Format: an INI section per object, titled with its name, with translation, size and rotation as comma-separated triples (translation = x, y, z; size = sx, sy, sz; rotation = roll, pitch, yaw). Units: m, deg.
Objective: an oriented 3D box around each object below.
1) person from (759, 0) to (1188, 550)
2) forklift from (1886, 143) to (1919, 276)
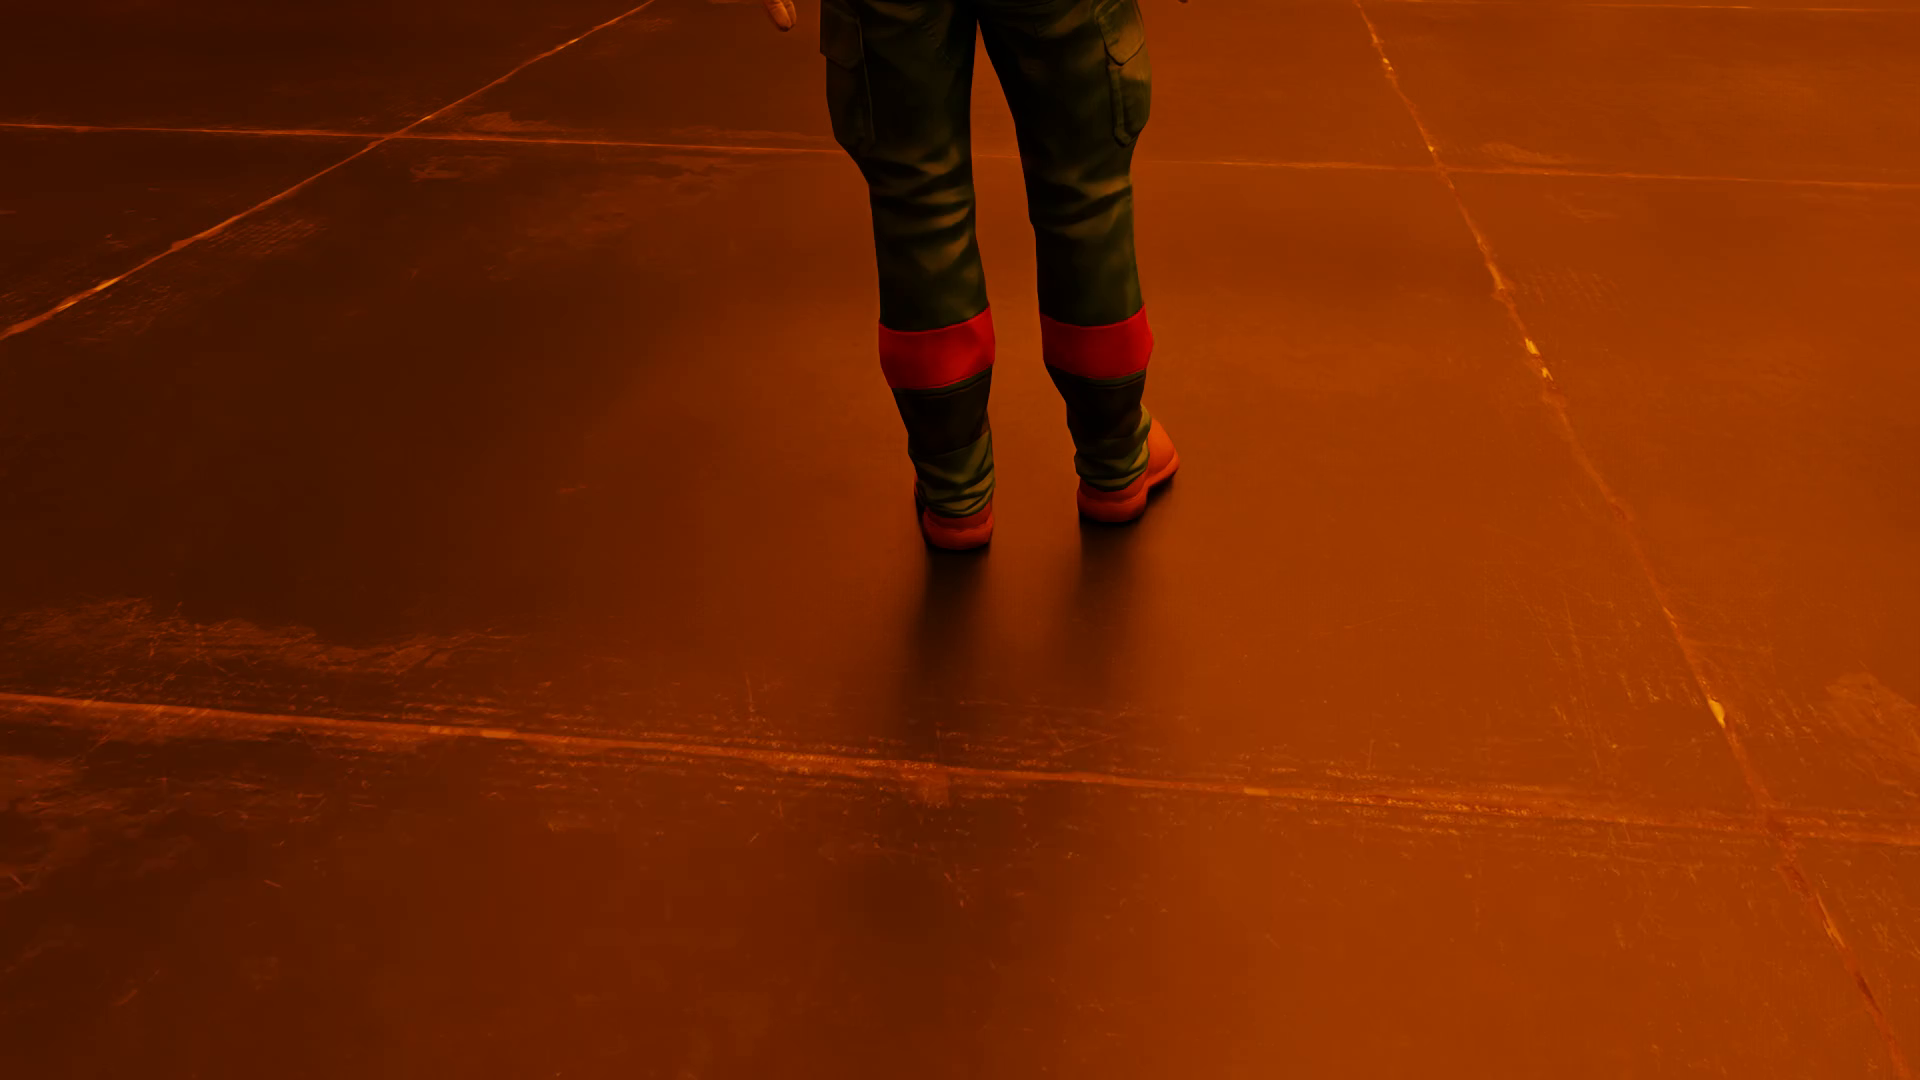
[person]
translation = 0.024, -0.842, 2.167
size = 0.637, 1.788, 0.564
rotation = 3, 27, 7
[forklift]
translation = 3.534, -1.851, 2.928
size = 3.031, 2.935, 1.130
rotation = -9, 28, -17
